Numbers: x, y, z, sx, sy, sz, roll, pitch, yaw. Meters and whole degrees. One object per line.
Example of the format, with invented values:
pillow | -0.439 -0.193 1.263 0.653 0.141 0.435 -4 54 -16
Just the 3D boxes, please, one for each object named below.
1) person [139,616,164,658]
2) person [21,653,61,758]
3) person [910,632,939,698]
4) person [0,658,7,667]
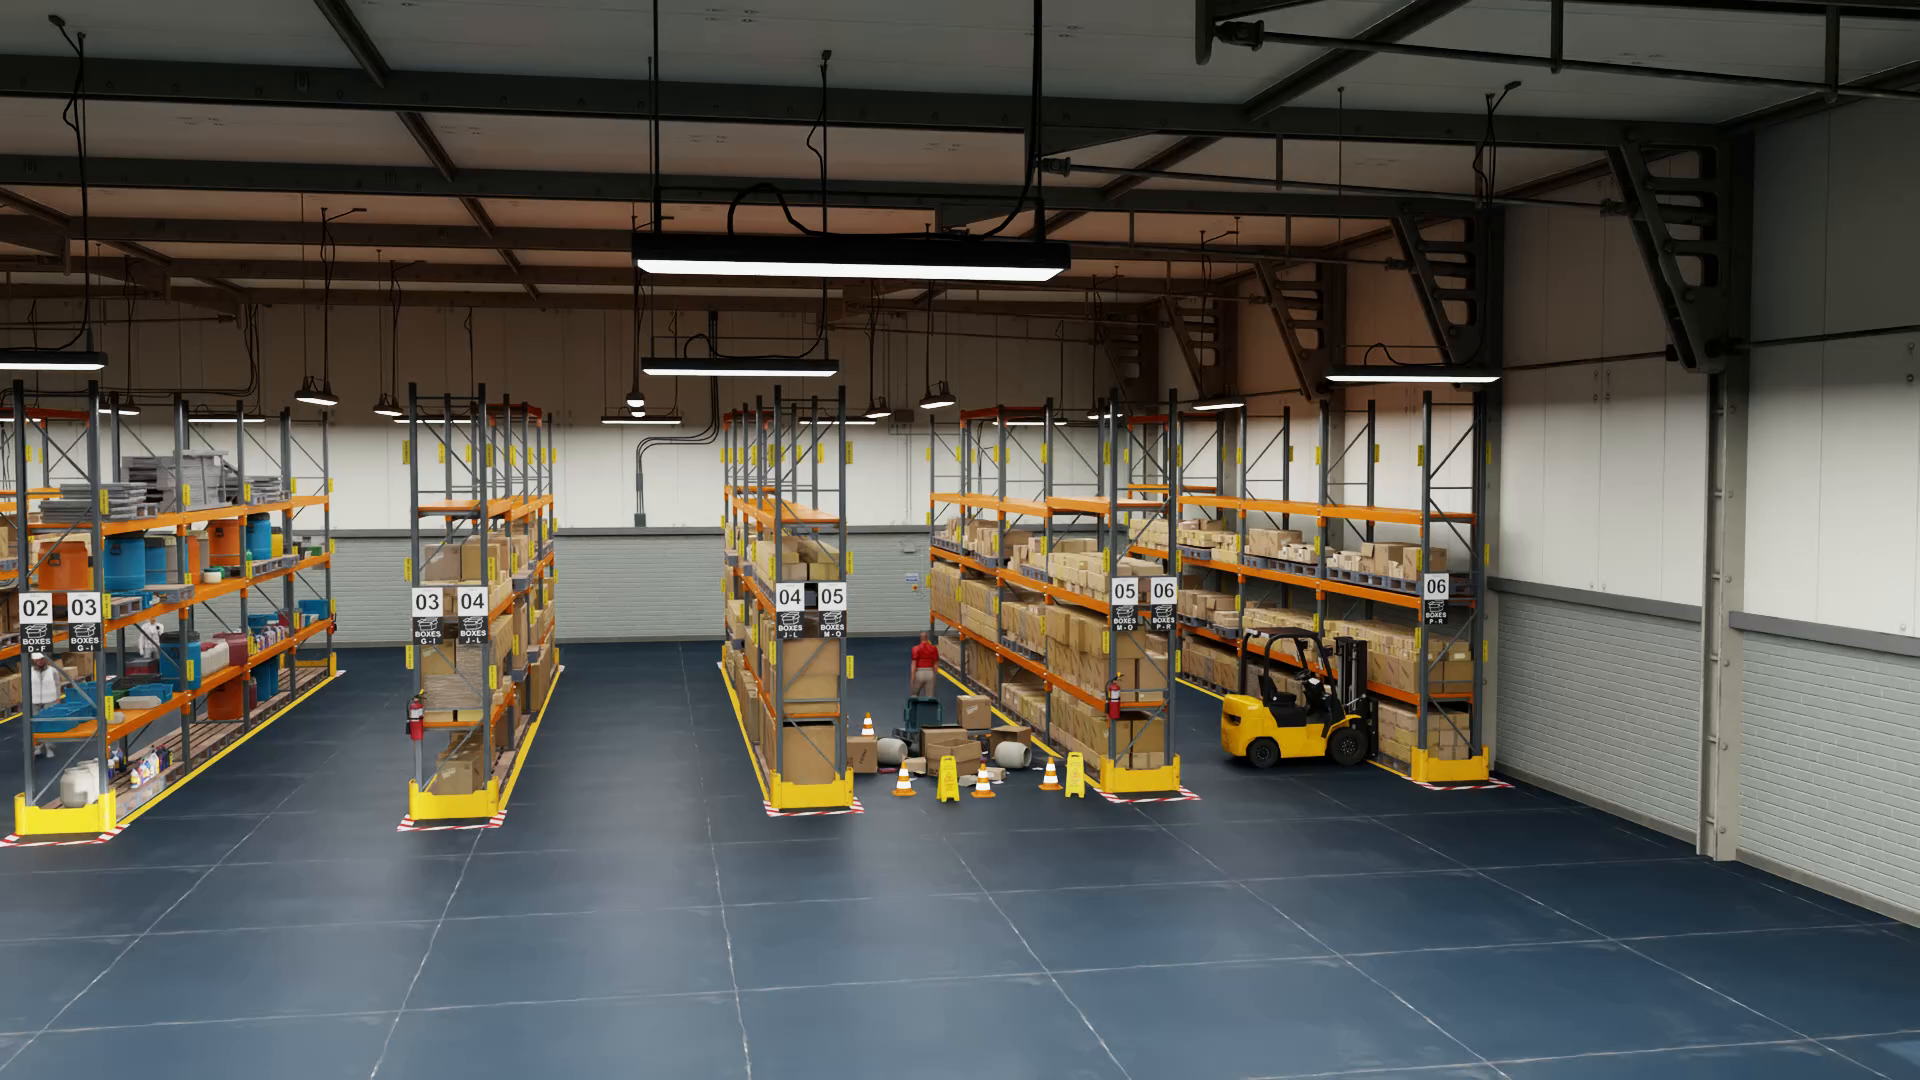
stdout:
person | -17.405 2.352 35.844 0.528 1.665 0.810 -2 3 -28
person | -15.277 2.729 27.645 0.585 1.837 0.484 -2 3 -28
person | -0.676 2.603 30.926 0.598 1.798 0.557 -1 3 -16
person | -21.251 2.343 36.591 0.417 1.583 0.410 0 3 8
